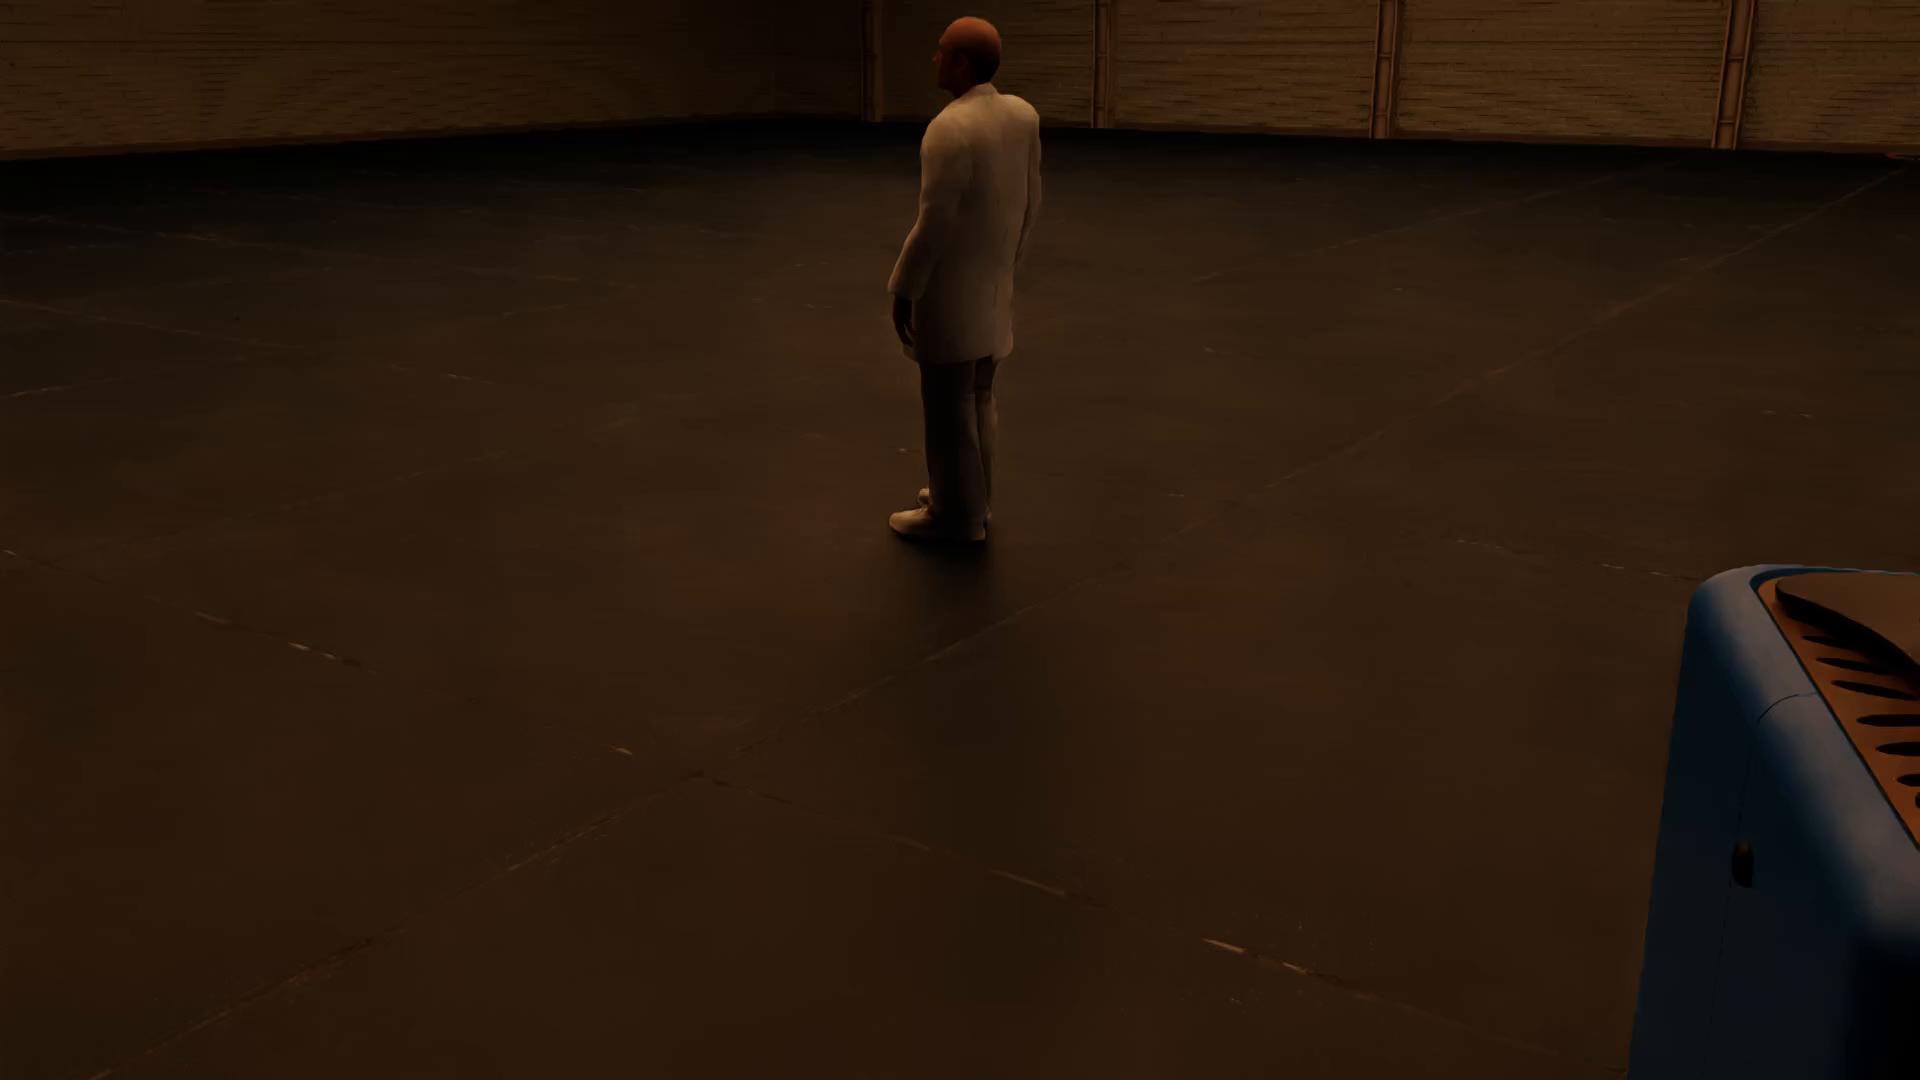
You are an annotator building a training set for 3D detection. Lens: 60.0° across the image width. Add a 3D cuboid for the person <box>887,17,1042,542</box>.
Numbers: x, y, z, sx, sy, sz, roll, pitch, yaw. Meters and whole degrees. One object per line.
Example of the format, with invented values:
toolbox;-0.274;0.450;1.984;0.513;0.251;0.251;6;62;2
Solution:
person;-0.072;-0.875;5.745;0.579;1.776;0.694;11;20;33
